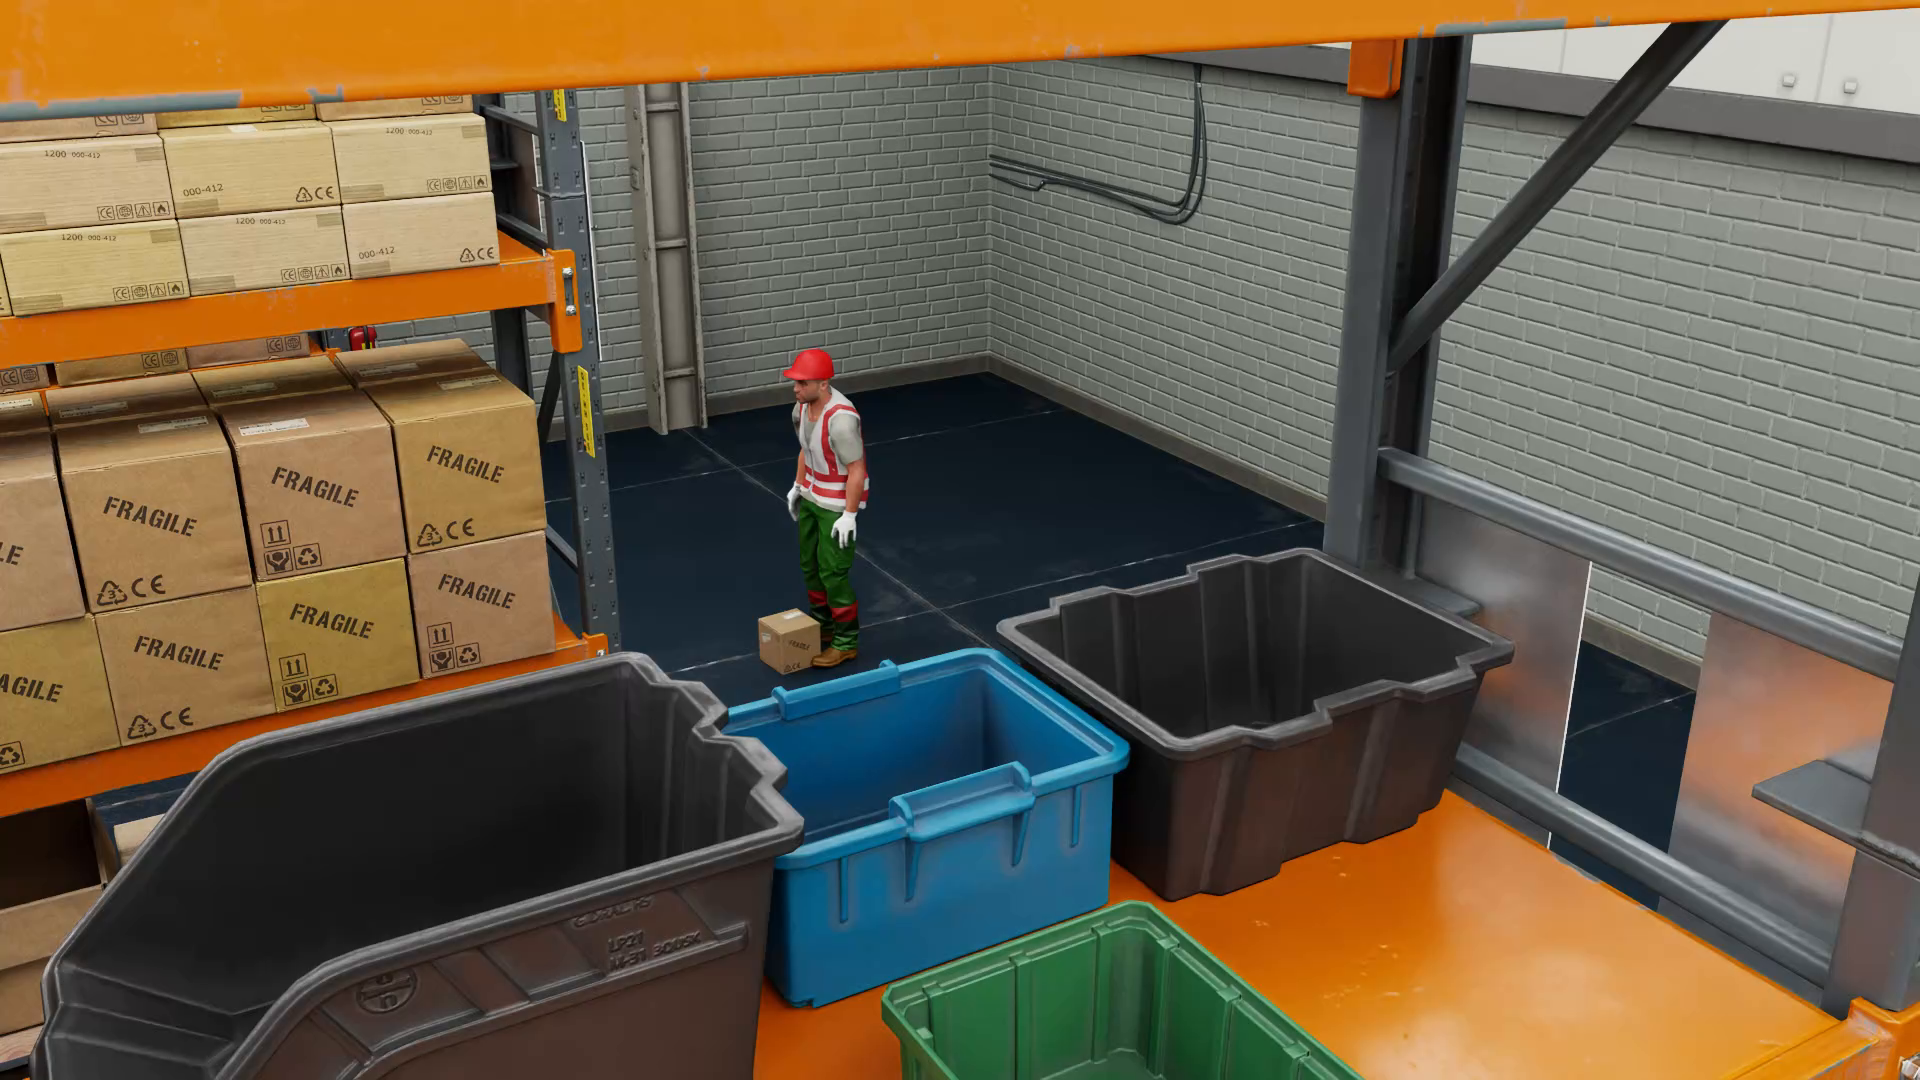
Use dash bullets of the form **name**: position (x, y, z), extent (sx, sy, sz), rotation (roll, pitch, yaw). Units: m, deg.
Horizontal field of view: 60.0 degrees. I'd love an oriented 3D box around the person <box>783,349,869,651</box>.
- **person**: position (-0.736, -0.210, 9.019), extent (0.448, 1.722, 0.589), rotation (-14, 25, -31)
